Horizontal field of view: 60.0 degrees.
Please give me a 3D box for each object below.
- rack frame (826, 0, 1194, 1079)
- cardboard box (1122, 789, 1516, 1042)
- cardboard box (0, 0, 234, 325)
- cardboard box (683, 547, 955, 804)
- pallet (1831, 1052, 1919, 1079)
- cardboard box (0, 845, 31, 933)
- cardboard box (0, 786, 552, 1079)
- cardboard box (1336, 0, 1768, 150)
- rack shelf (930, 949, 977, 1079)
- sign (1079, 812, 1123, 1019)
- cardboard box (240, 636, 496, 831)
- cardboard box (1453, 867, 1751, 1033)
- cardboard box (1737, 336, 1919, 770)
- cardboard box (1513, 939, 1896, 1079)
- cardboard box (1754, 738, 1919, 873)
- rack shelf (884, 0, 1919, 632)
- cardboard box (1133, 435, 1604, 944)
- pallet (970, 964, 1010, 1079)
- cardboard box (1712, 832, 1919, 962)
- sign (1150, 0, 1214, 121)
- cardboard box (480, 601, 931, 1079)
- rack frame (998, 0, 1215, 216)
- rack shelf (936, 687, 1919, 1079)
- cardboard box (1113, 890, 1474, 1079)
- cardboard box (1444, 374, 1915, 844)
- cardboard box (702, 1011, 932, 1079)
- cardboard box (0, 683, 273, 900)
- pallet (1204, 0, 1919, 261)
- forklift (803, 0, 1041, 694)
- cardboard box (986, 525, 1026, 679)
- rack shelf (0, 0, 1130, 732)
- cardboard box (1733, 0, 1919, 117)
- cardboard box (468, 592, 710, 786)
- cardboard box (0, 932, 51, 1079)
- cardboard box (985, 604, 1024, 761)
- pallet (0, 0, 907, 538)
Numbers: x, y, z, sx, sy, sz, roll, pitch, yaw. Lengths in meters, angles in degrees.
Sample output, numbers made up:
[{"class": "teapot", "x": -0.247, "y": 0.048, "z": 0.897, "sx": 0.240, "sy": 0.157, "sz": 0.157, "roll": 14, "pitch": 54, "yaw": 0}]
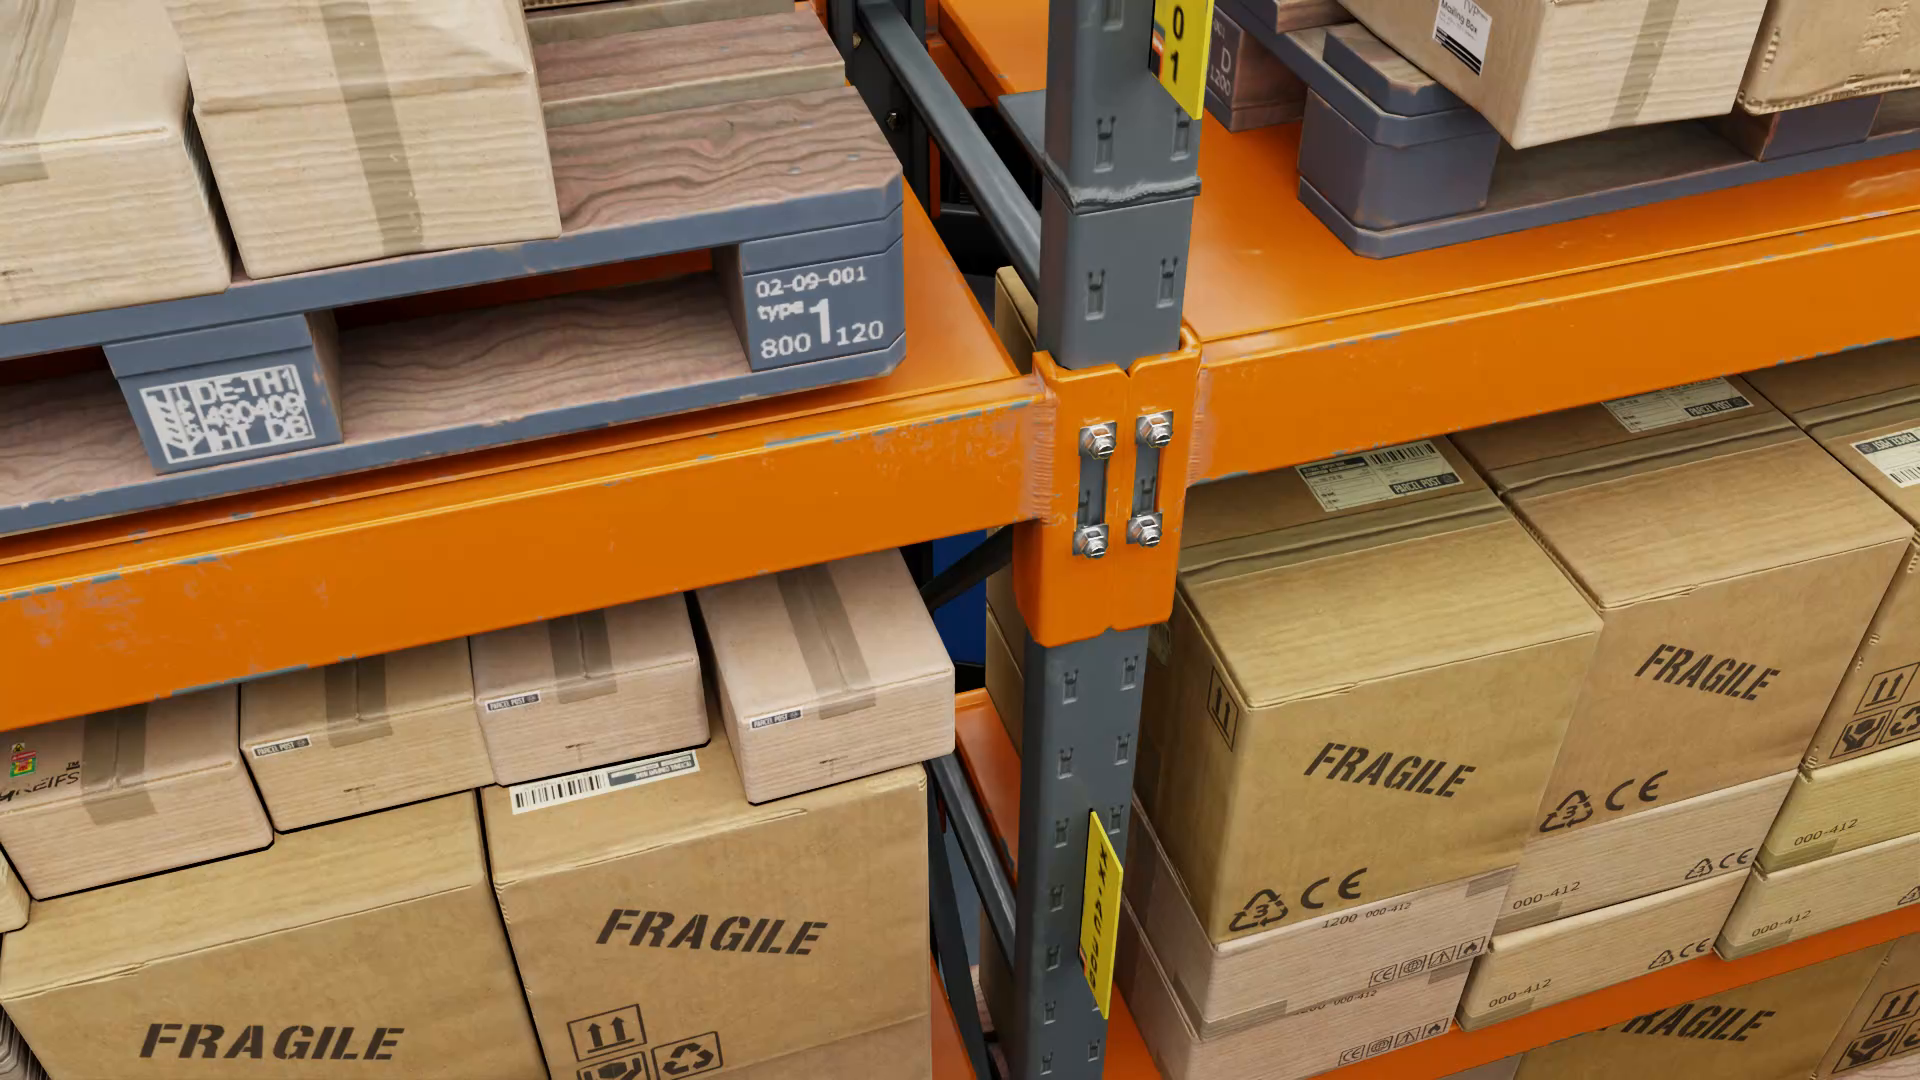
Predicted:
[{"class": "rack frame", "x": 0.015, "y": 0.505, "z": 2.892, "sx": 0.127, "sy": 3.000, "sz": 1.000, "roll": -12, "pitch": 42, "yaw": -13}, {"class": "cardboard box", "x": 0.520, "y": 0.463, "z": 2.674, "sx": 0.500, "sy": 0.250, "sz": 0.500, "roll": -13, "pitch": 43, "yaw": -14}, {"class": "cardboard box", "x": -0.750, "y": -0.347, "z": 1.383, "sx": 0.250, "sy": 0.149, "sz": 0.380, "roll": -11, "pitch": 42, "yaw": -12}, {"class": "cardboard box", "x": -0.183, "y": 0.107, "z": 2.019, "sx": 0.250, "sy": 0.149, "sz": 0.380, "roll": -13, "pitch": 43, "yaw": -14}, {"class": "pallet", "x": 1.894, "y": 1.112, "z": 4.317, "sx": 1.213, "sy": 0.211, "sz": 1.003, "roll": -12, "pitch": 42, "yaw": -13}, {"class": "cardboard box", "x": -1.172, "y": 0.268, "z": 1.835, "sx": 0.250, "sy": 0.149, "sz": 0.380, "roll": -12, "pitch": 43, "yaw": -13}, {"class": "cardboard box", "x": -0.838, "y": 0.452, "z": 2.116, "sx": 0.500, "sy": 0.500, "sz": 0.500, "roll": -12, "pitch": 43, "yaw": -14}, {"class": "cardboard box", "x": 0.598, "y": -0.611, "z": 1.673, "sx": 0.258, "sy": 0.266, "sz": 0.396, "roll": -12, "pitch": 43, "yaw": -13}, {"class": "rack shelf", "x": -1.892, "y": 1.171, "z": 2.676, "sx": 4.000, "sy": 0.370, "sz": 1.077, "roll": -12, "pitch": 42, "yaw": -13}, {"class": "sign", "x": 0.183, "y": 0.497, "z": 2.183, "sx": 0.005, "sy": 0.325, "sz": 0.100, "roll": -12, "pitch": 42, "yaw": -13}, {"class": "cardboard box", "x": -0.708, "y": 0.134, "z": 1.988, "sx": 0.250, "sy": 0.149, "sz": 0.380, "roll": -12, "pitch": 42, "yaw": -13}, {"class": "cardboard box", "x": 1.007, "y": 0.537, "z": 2.970, "sx": 0.500, "sy": 0.250, "sz": 0.500, "roll": -13, "pitch": 43, "yaw": -14}, {"class": "cardboard box", "x": 1.477, "y": -0.031, "z": 2.670, "sx": 0.500, "sy": 0.500, "sz": 0.500, "roll": -13, "pitch": 43, "yaw": -14}, {"class": "cardboard box", "x": 1.442, "y": 0.791, "z": 3.861, "sx": 0.875, "sy": 0.875, "sz": 0.875, "roll": -11, "pitch": 42, "yaw": -12}, {"class": "cardboard box", "x": 1.498, "y": 0.259, "z": 2.907, "sx": 0.500, "sy": 0.250, "sz": 0.500, "roll": -11, "pitch": 42, "yaw": -13}, {"class": "rack shelf", "x": 1.923, "y": -0.749, "z": 2.594, "sx": 4.000, "sy": 0.370, "sz": 1.077, "roll": -12, "pitch": 42, "yaw": -13}, {"class": "cardboard box", "x": 0.521, "y": 0.184, "z": 2.423, "sx": 0.500, "sy": 0.500, "sz": 0.500, "roll": -11, "pitch": 42, "yaw": -13}, {"class": "pallet", "x": 0.728, "y": 1.355, "z": 4.038, "sx": 1.213, "sy": 0.211, "sz": 1.003, "roll": -12, "pitch": 42, "yaw": -13}, {"class": "cardboard box", "x": 1.501, "y": 0.446, "z": 3.074, "sx": 0.500, "sy": 0.250, "sz": 0.500, "roll": -12, "pitch": 43, "yaw": -13}, {"class": "sign", "x": 0.183, "y": -0.501, "z": 1.311, "sx": 0.005, "sy": 0.325, "sz": 0.100, "roll": -12, "pitch": 42, "yaw": -13}, {"class": "cardboard box", "x": -0.352, "y": 0.357, "z": 2.225, "sx": 0.500, "sy": 0.500, "sz": 0.500, "roll": -12, "pitch": 43, "yaw": -13}, {"class": "rack frame", "x": 0.015, "y": -1.754, "z": 0.918, "sx": 0.127, "sy": 3.000, "sz": 1.000, "roll": -12, "pitch": 42, "yaw": -13}, {"class": "rack shelf", "x": 1.923, "y": 0.381, "z": 3.581, "sx": 4.000, "sy": 0.370, "sz": 1.077, "roll": -12, "pitch": 42, "yaw": -13}, {"class": "cardboard box", "x": 0.514, "y": 0.640, "z": 2.851, "sx": 0.500, "sy": 0.250, "sz": 0.500, "roll": -13, "pitch": 43, "yaw": -14}, {"class": "cardboard box", "x": 0.998, "y": 0.066, "z": 2.558, "sx": 0.500, "sy": 0.500, "sz": 0.500, "roll": -12, "pitch": 43, "yaw": -13}, {"class": "cardboard box", "x": -0.350, "y": 0.719, "z": 2.571, "sx": 0.500, "sy": 0.500, "sz": 0.500, "roll": -11, "pitch": 42, "yaw": -13}, {"class": "cardboard box", "x": -0.944, "y": 0.196, "z": 1.917, "sx": 0.250, "sy": 0.149, "sz": 0.380, "roll": -12, "pitch": 43, "yaw": -13}, {"class": "pallet", "x": 0.875, "y": -0.765, "z": 2.211, "sx": 1.217, "sy": 0.209, "sz": 0.805, "roll": -13, "pitch": 43, "yaw": -15}, {"class": "forklift", "x": 0.120, "y": -1.507, "z": 5.247, "sx": 1.130, "sy": 2.935, "sz": 3.031, "roll": 7, "pitch": 42, "yaw": 8}, {"class": "cardboard box", "x": 0.363, "y": 0.133, "z": 3.051, "sx": 0.500, "sy": 0.250, "sz": 0.500, "roll": -12, "pitch": 42, "yaw": -13}, {"class": "rack shelf", "x": -1.892, "y": 0.042, "z": 1.690, "sx": 4.000, "sy": 0.370, "sz": 1.077, "roll": -12, "pitch": 42, "yaw": -13}, {"class": "cardboard box", "x": 0.943, "y": -0.813, "z": 1.725, "sx": 0.500, "sy": 0.500, "sz": 0.500, "roll": -12, "pitch": 43, "yaw": -14}, {"class": "cardboard box", "x": -0.467, "y": 0.091, "z": 2.037, "sx": 0.250, "sy": 0.149, "sz": 0.380, "roll": -11, "pitch": 42, "yaw": -12}, {"class": "cardboard box", "x": -1.321, "y": 0.559, "z": 1.994, "sx": 0.500, "sy": 0.500, "sz": 0.500, "roll": -11, "pitch": 42, "yaw": -12}, {"class": "cardboard box", "x": 0.367, "y": 0.315, "z": 3.224, "sx": 0.500, "sy": 0.250, "sz": 0.500, "roll": -13, "pitch": 43, "yaw": -14}, {"class": "pallet", "x": -0.768, "y": -0.436, "z": 1.757, "sx": 1.213, "sy": 0.211, "sz": 1.003, "roll": -12, "pitch": 42, "yaw": -13}]
